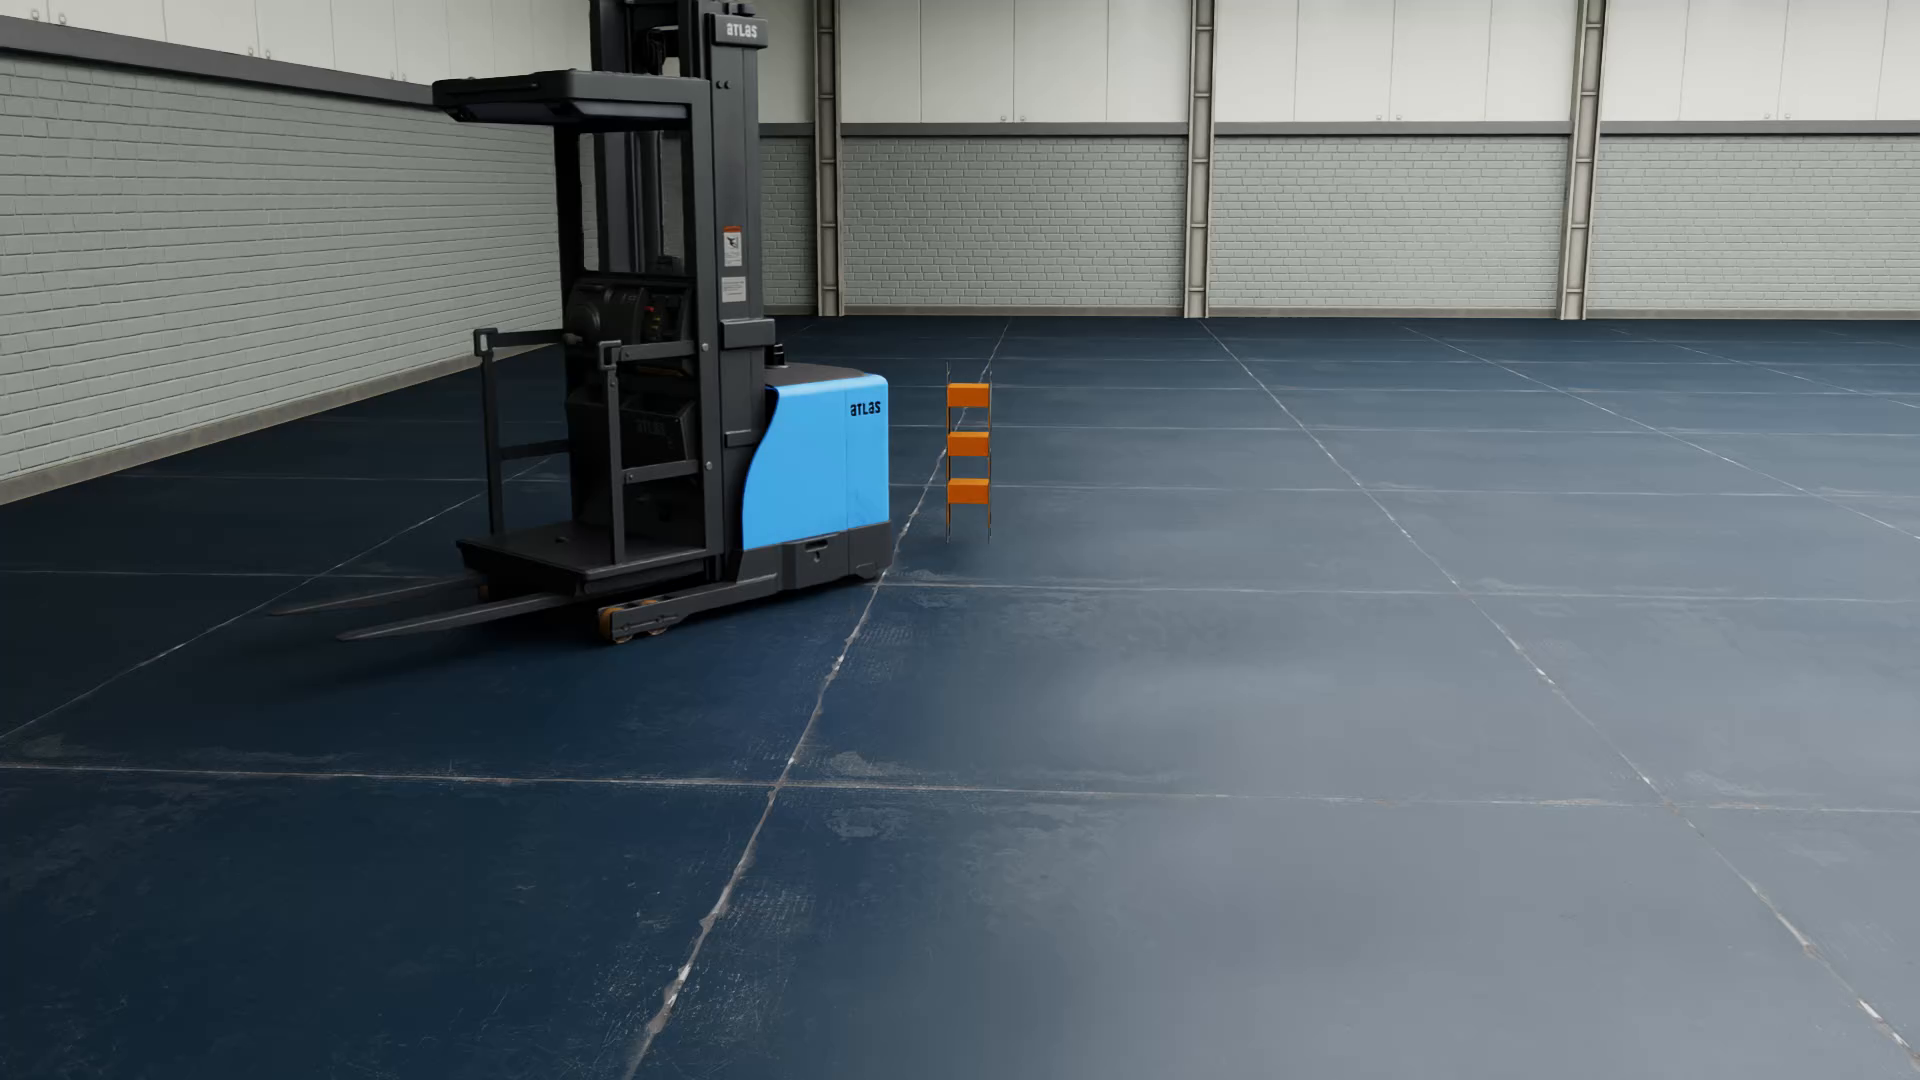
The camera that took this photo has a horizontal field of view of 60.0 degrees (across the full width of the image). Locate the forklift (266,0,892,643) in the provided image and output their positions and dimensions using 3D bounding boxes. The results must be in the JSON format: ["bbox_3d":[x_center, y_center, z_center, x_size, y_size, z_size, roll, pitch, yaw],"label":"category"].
[{"bbox_3d":[-1.727,-1.084,7.793,1.130,2.935,3.031,11,16,42],"label":"forklift"}]

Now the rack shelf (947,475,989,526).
[{"bbox_3d":[0.053,-0.231,9.716,0.240,0.259,0.215,1,12,4],"label":"rack shelf"}]

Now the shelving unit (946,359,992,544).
[{"bbox_3d":[0.053,-0.513,9.657,0.252,1.050,0.215,1,12,4],"label":"shelving unit"}]

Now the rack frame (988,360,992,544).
[{"bbox_3d":[0.175,-0.511,9.649,0.008,1.050,0.200,1,12,4],"label":"rack frame"}]

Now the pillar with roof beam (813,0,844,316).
[{"bbox_3d":[-2.422,-7.253,22.466,0.400,9.000,9.100,1,12,4],"label":"pillar with roof beam"}]

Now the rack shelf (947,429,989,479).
[{"bbox_3d":[0.053,-0.503,9.659,0.240,0.259,0.215,1,12,4],"label":"rack shelf"}]

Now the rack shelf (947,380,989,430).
[{"bbox_3d":[0.053,-0.781,9.601,0.240,0.259,0.215,1,12,4],"label":"rack shelf"}]

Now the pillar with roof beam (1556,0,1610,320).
[{"bbox_3d":[9.552,-7.089,21.681,0.400,9.000,9.100,1,12,4],"label":"pillar with roof beam"}]

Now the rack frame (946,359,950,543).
[{"bbox_3d":[-0.068,-0.515,9.665,0.008,1.050,0.200,1,12,4],"label":"rack frame"}]

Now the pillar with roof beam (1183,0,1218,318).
[{"bbox_3d":[3.565,-7.171,22.073,0.400,9.000,9.100,1,12,4],"label":"pillar with roof beam"}]
